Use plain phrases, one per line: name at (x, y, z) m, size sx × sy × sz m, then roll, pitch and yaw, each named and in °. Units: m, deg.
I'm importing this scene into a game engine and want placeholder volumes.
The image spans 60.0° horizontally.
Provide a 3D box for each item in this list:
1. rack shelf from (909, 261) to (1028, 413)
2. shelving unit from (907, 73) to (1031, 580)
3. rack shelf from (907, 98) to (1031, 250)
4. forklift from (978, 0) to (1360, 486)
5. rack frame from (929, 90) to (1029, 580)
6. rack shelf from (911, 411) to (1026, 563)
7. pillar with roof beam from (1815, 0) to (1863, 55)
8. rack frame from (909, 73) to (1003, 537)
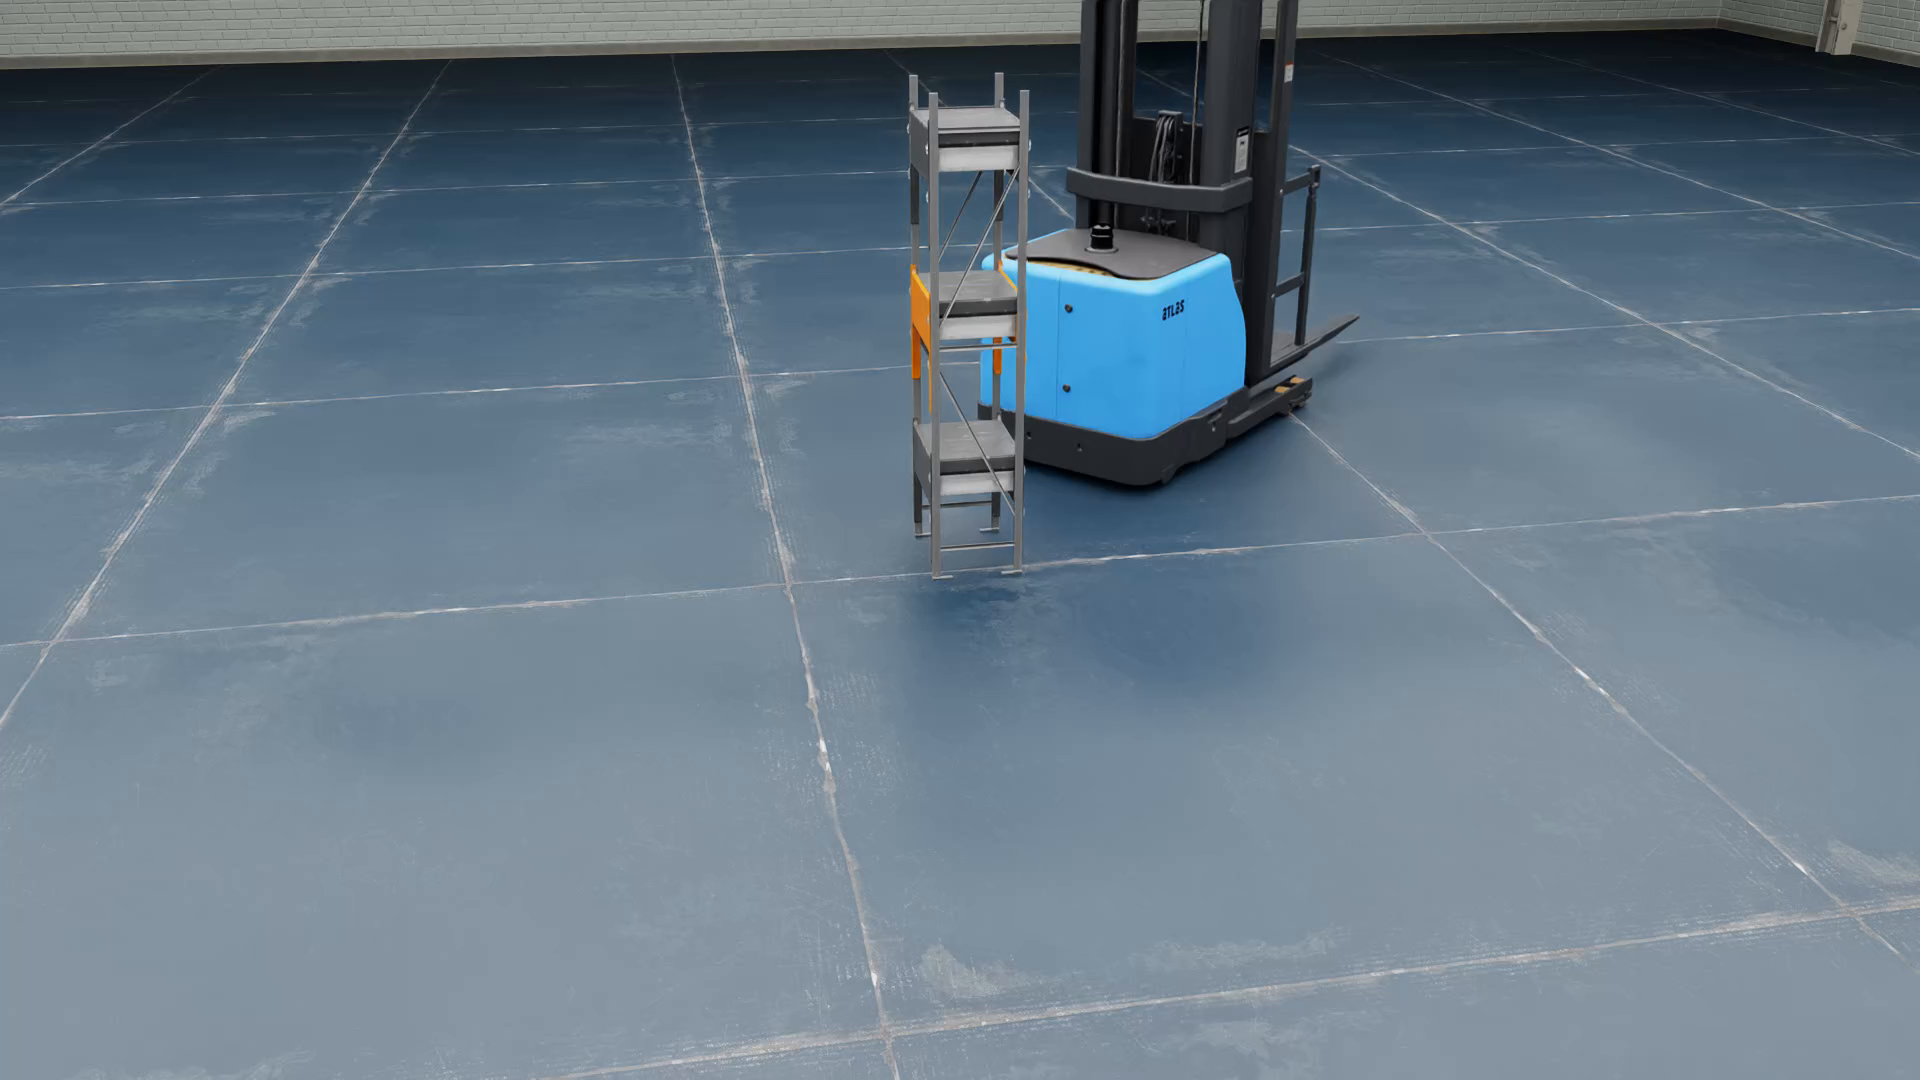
rack shelf at (0.031, -0.885, 7.186) m, size 0.431 × 0.518 × 0.480 m, roll -4°, pitch 24°, yaw -10°
shelving unit at (0.031, -0.897, 7.181) m, size 0.431 × 2.100 × 0.503 m, roll -4°, pitch 24°, yaw -10°
rack shelf at (0.031, -1.526, 6.906) m, size 0.431 × 0.518 × 0.480 m, roll -4°, pitch 24°, yaw -10°
forklift at (1.358, -2.142, 8.992) m, size 1.130 × 2.935 × 3.031 m, roll 16°, pitch 28°, yaw 32°
rack frame at (0.076, -0.801, 6.961) m, size 0.400 × 2.100 × 0.015 m, roll -4°, pitch 24°, yaw -10°
rack shelf at (0.031, -0.243, 7.466) m, size 0.431 × 0.518 × 0.480 m, roll -4°, pitch 24°, yaw -10°
pillar with roof beam at (8.145, -10.710, 21.029) m, size 9.100 × 9.000 × 0.400 m, roll -4°, pitch 24°, yaw -10°
rack frame at (-0.015, -0.993, 7.400) m, size 0.400 × 2.100 × 0.015 m, roll -4°, pitch 24°, yaw -10°
